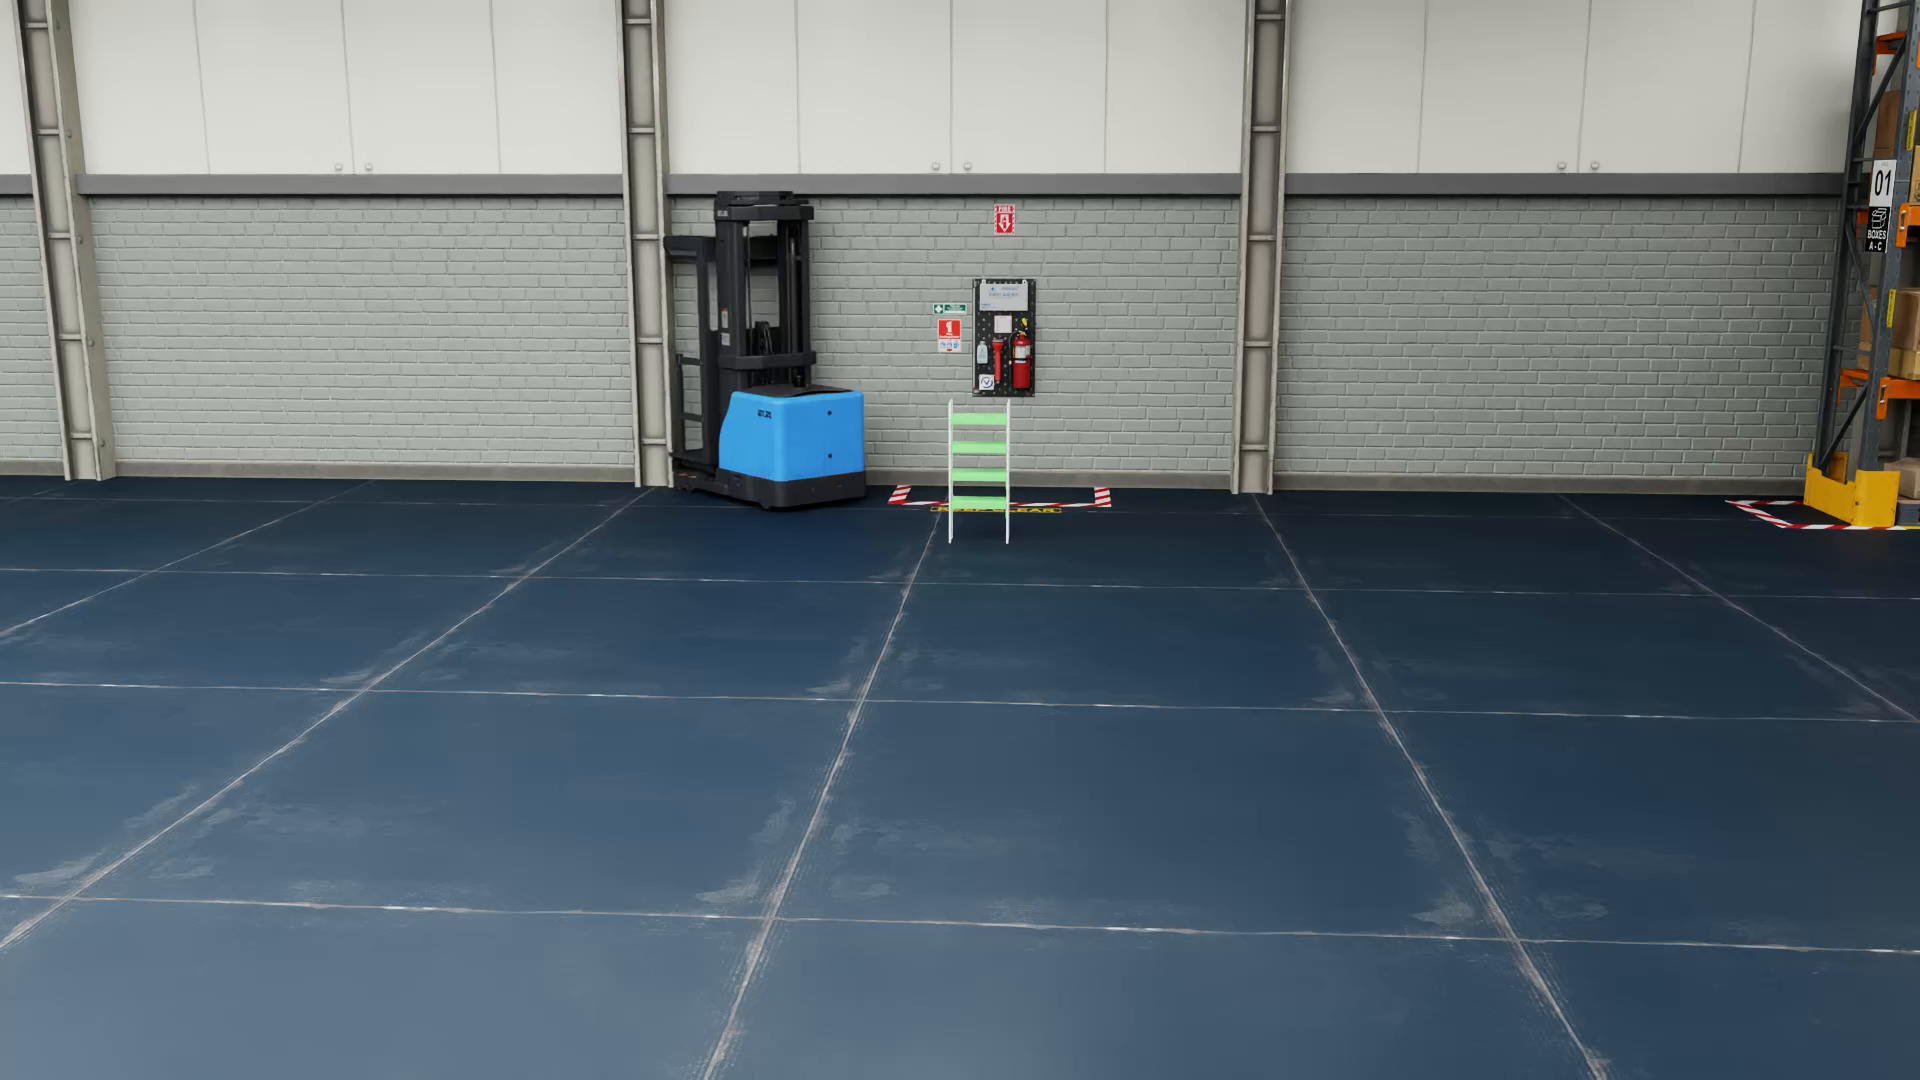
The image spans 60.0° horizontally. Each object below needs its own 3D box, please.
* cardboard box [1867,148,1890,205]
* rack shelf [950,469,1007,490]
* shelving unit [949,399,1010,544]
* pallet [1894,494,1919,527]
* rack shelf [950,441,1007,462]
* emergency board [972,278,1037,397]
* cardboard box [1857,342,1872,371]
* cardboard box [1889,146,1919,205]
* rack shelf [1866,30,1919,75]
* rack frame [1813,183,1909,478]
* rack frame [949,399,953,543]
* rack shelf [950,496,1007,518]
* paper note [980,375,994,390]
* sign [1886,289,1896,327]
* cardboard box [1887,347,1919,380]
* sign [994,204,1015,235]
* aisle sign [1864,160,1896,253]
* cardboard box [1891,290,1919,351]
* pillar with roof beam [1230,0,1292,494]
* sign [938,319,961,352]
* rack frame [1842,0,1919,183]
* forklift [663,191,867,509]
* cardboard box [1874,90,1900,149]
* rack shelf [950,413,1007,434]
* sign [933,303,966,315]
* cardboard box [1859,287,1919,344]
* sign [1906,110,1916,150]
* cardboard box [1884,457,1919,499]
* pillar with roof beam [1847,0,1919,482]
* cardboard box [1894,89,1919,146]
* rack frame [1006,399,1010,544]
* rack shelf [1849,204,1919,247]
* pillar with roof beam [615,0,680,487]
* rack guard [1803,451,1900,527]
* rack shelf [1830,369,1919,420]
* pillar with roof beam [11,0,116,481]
[{"bbox_3d":[8.566,-3.276,14.986,0.500,0.500,0.500,2,12,8],"label":"cardboard box"},{"bbox_3d":[0.165,-0.522,14.147,0.480,0.148,0.258,1,12,4],"label":"rack shelf"},{"bbox_3d":[0.165,-0.585,14.134,0.503,1.200,0.258,1,12,4],"label":"shelving unit"},{"bbox_3d":[9.017,-0.319,15.279,1.213,0.211,1.003,1,12,4],"label":"pallet"},{"bbox_3d":[0.165,-0.757,14.098,0.480,0.148,0.258,1,12,4],"label":"rack shelf"},{"bbox_3d":[0.439,-1.994,16.476,0.643,1.169,0.194,1,12,4],"label":"emergency board"},{"bbox_3d":[8.612,-1.673,15.258,0.500,0.250,0.500,1,12,5],"label":"cardboard box"},{"bbox_3d":[8.450,-3.175,14.500,0.500,0.500,0.500,1,12,5],"label":"cardboard box"},{"bbox_3d":[10.128,-4.259,14.415,4.000,0.370,1.077,1,12,4],"label":"rack shelf"},{"bbox_3d":[8.133,-1.704,15.086,0.127,3.000,1.000,1,12,4],"label":"rack frame"},{"bbox_3d":[-0.078,-0.588,14.150,0.015,1.200,0.240,1,12,4],"label":"rack frame"},{"bbox_3d":[0.165,-0.288,14.197,0.480,0.148,0.258,1,12,4],"label":"rack shelf"},{"bbox_3d":[0.267,-1.580,16.645,0.142,0.148,0.016,1,12,4],"label":"paper note"},{"bbox_3d":[8.097,-2.016,14.467,0.005,0.325,0.100,1,12,4],"label":"sign"},{"bbox_3d":[8.599,-1.568,14.757,0.500,0.250,0.500,0,12,2],"label":"cardboard box"},{"bbox_3d":[0.438,-3.149,16.337,0.199,0.298,0.001,1,12,4],"label":"sign"},{"bbox_3d":[8.041,-2.916,14.531,0.004,0.787,0.394,1,12,4],"label":"aisle sign"},{"bbox_3d":[8.589,-1.939,14.698,0.500,0.500,0.500,1,12,4],"label":"cardboard box"},{"bbox_3d":[2.615,-4.010,11.459,0.400,9.000,9.100,1,12,4],"label":"pillar with roof beam"},{"bbox_3d":[-0.105,-2.040,16.609,0.234,0.329,0.001,1,12,4],"label":"sign"},{"bbox_3d":[8.133,-4.640,14.471,0.127,3.000,1.000,1,12,4],"label":"rack frame"},{"bbox_3d":[-2.222,-1.965,16.505,1.130,2.935,3.031,-10,15,-38],"label":"forklift"},{"bbox_3d":[8.581,-3.767,14.891,0.500,0.500,0.500,1,12,6],"label":"cardboard box"},{"bbox_3d":[0.165,-0.992,14.049,0.480,0.148,0.258,1,12,4],"label":"rack shelf"},{"bbox_3d":[-0.101,-2.298,16.546,0.331,0.109,0.001,1,12,4],"label":"sign"},{"bbox_3d":[8.617,-2.044,15.199,0.500,0.500,0.500,1,12,3],"label":"cardboard box"},{"bbox_3d":[8.097,-3.489,14.159,0.005,0.325,0.100,1,12,4],"label":"sign"},{"bbox_3d":[8.817,-0.575,15.183,0.500,0.311,0.500,-1,12,-3],"label":"cardboard box"},{"bbox_3d":[8.602,-3.928,11.066,0.400,9.000,9.100,1,12,4],"label":"pillar with roof beam"},{"bbox_3d":[8.501,-3.665,14.402,0.500,0.500,0.500,0,12,0],"label":"cardboard box"},{"bbox_3d":[0.409,-0.582,14.118,0.015,1.200,0.240,1,12,4],"label":"rack frame"},{"bbox_3d":[10.128,-2.792,14.721,4.000,0.370,1.077,1,12,4],"label":"rack shelf"},{"bbox_3d":[-3.372,-4.092,11.851,0.400,9.000,9.100,1,12,4],"label":"pillar with roof beam"},{"bbox_3d":[8.209,-0.479,15.337,0.348,0.500,1.175,1,12,4],"label":"rack guard"},{"bbox_3d":[10.128,-1.324,15.029,4.000,0.370,1.077,1,12,4],"label":"rack shelf"},{"bbox_3d":[-9.358,-4.174,12.243,0.400,9.000,9.100,1,12,4],"label":"pillar with roof beam"}]
